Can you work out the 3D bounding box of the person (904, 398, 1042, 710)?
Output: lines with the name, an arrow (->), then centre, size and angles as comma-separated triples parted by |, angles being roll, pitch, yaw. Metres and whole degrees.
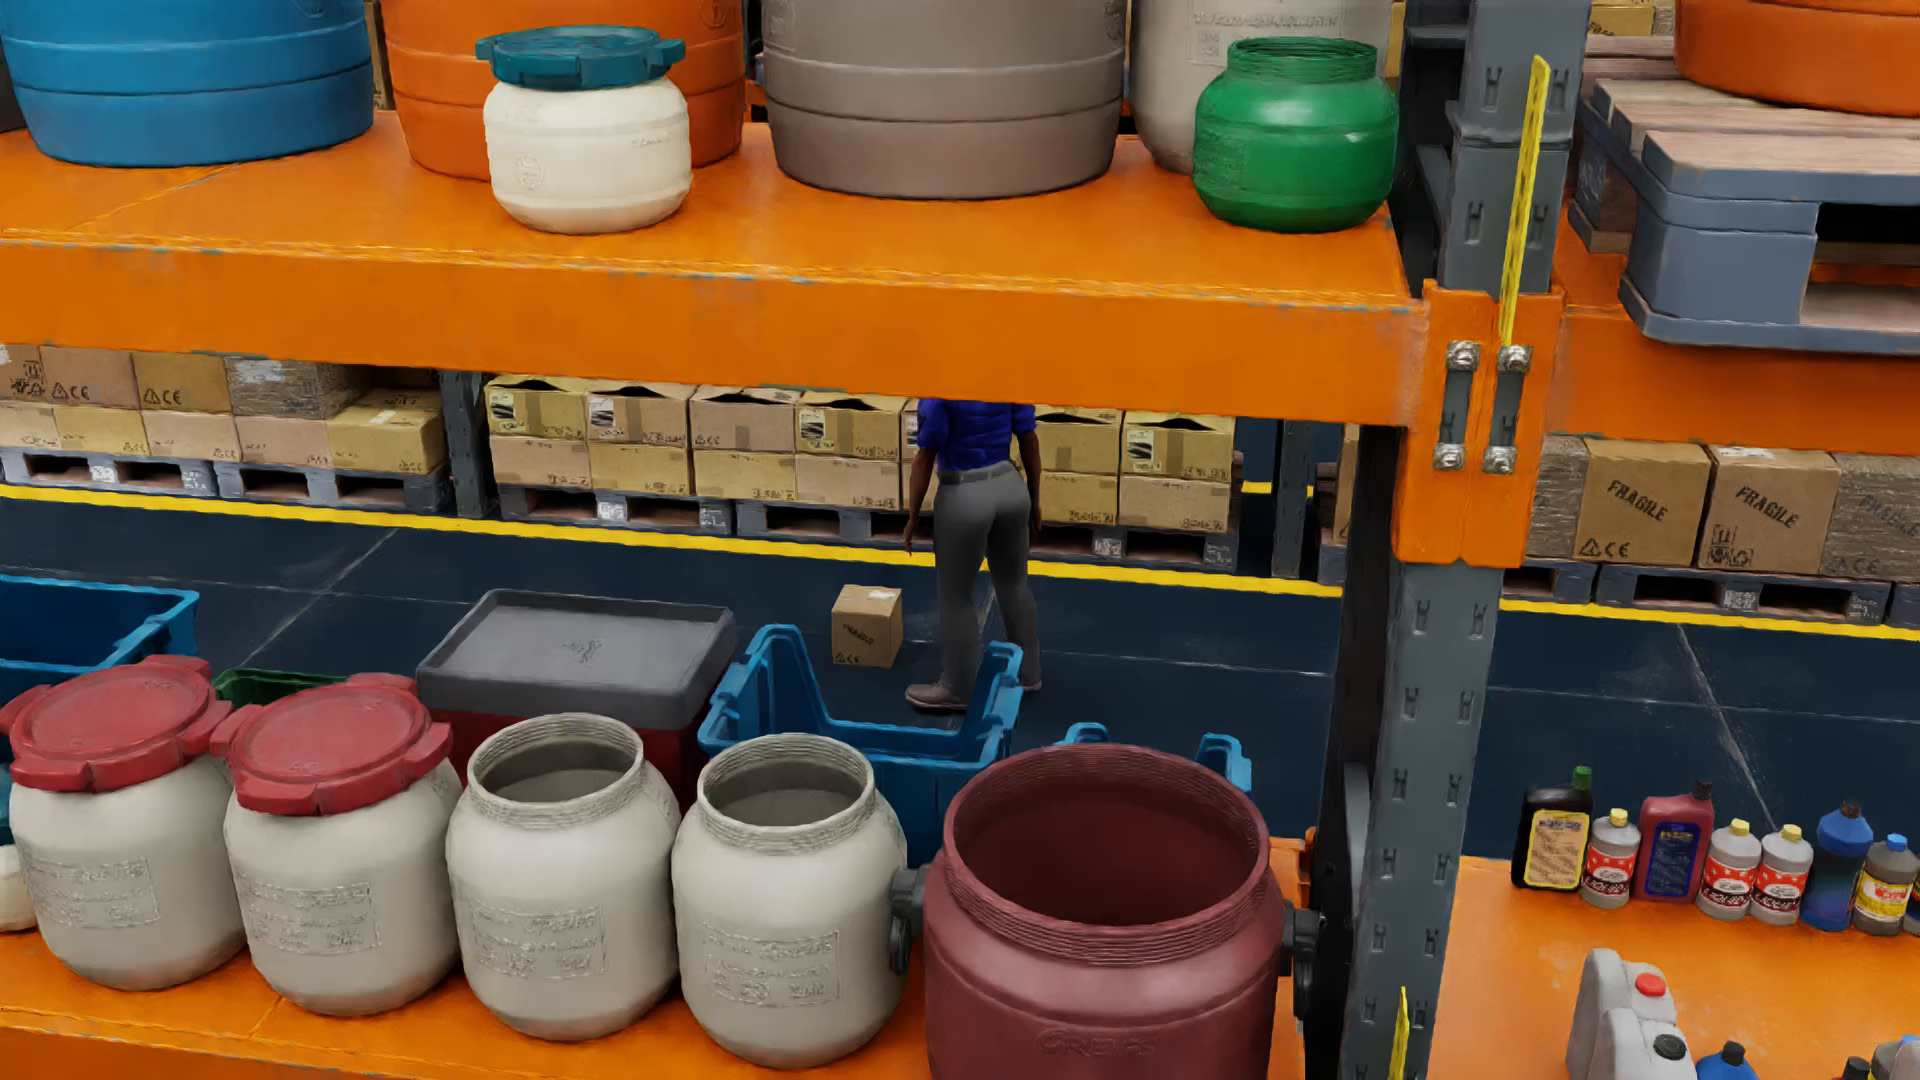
person -> 0.065, -0.127, 6.321 | 0.528, 1.663, 0.319 | -13, 28, -26
